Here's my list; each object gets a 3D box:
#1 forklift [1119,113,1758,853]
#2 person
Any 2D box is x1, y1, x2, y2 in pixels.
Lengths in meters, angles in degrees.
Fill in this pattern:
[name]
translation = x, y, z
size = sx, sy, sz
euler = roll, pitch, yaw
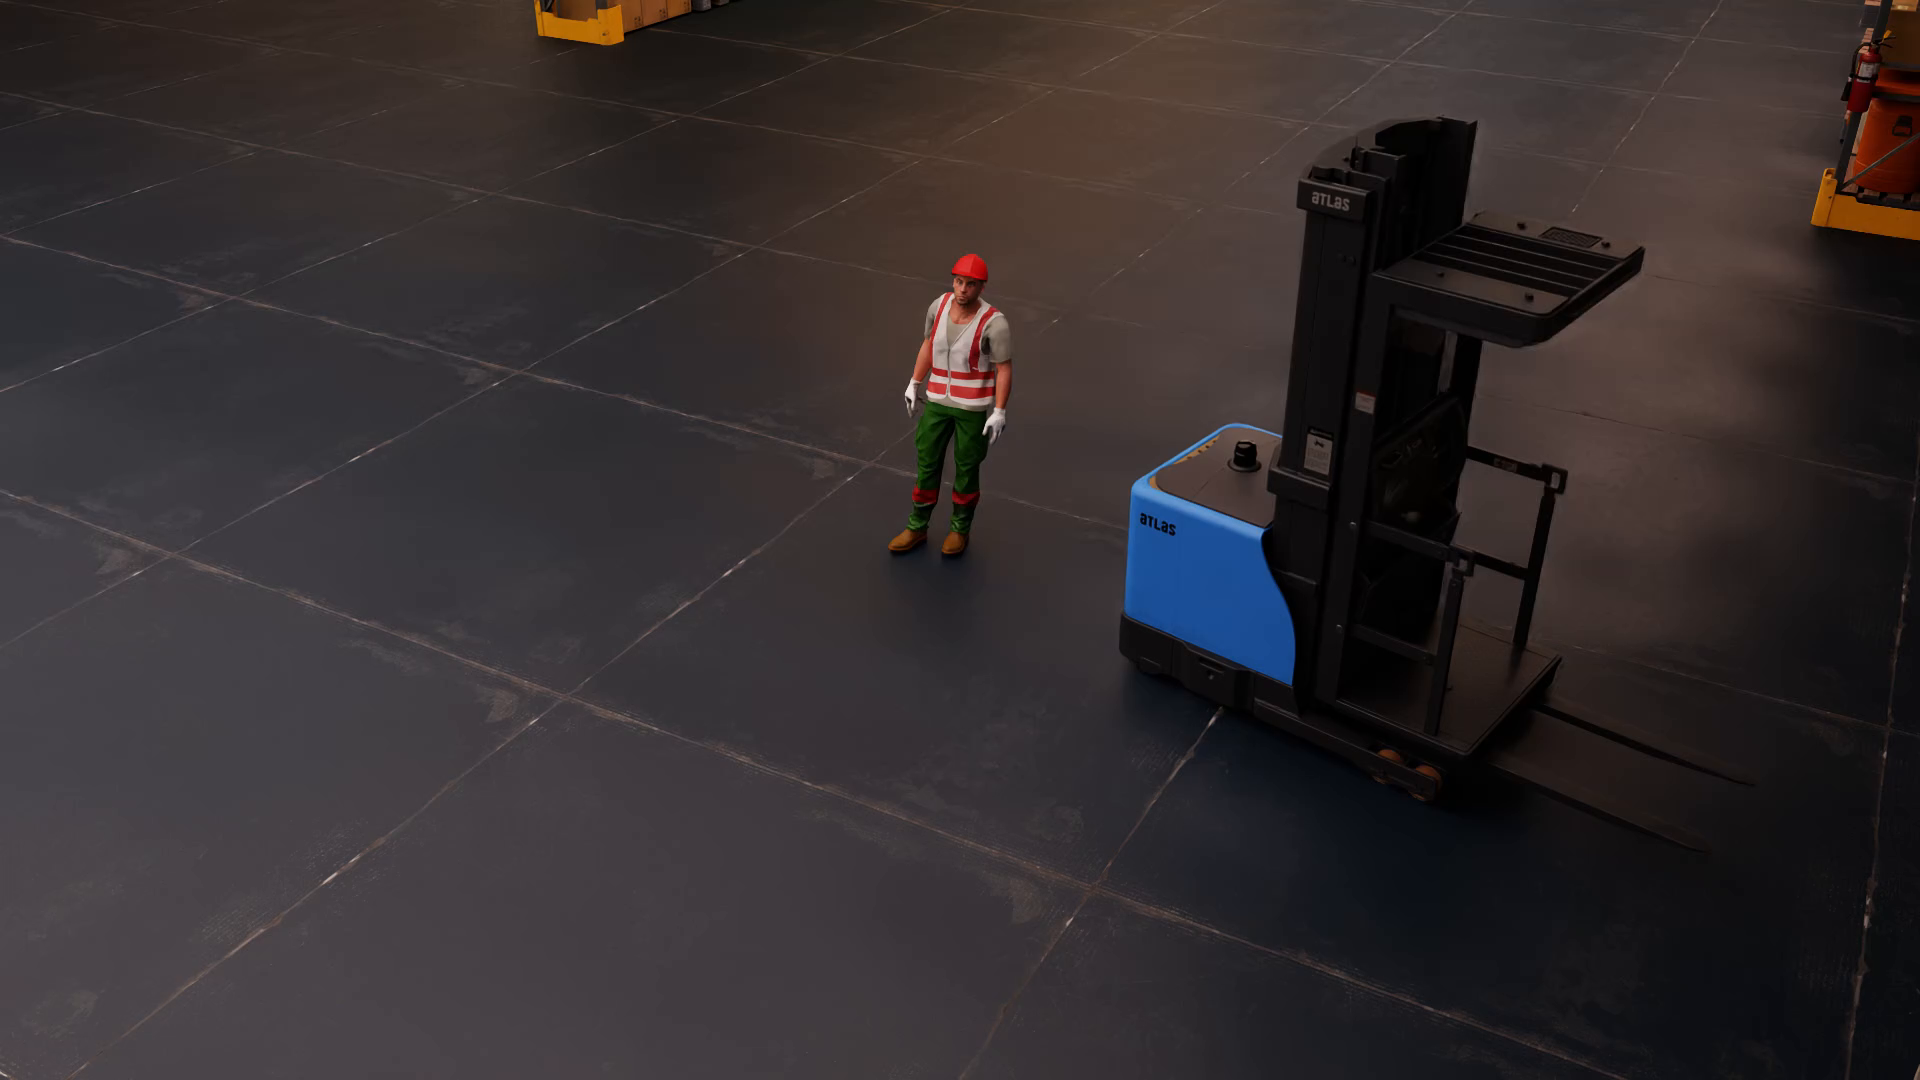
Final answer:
[forklift]
translation = 2.300, -0.334, 7.650
size = 3.031, 2.935, 1.130
euler = 23, 37, 34
[person]
translation = -0.049, -0.749, 9.496
size = 0.638, 1.787, 0.564
euler = 15, 33, 25
